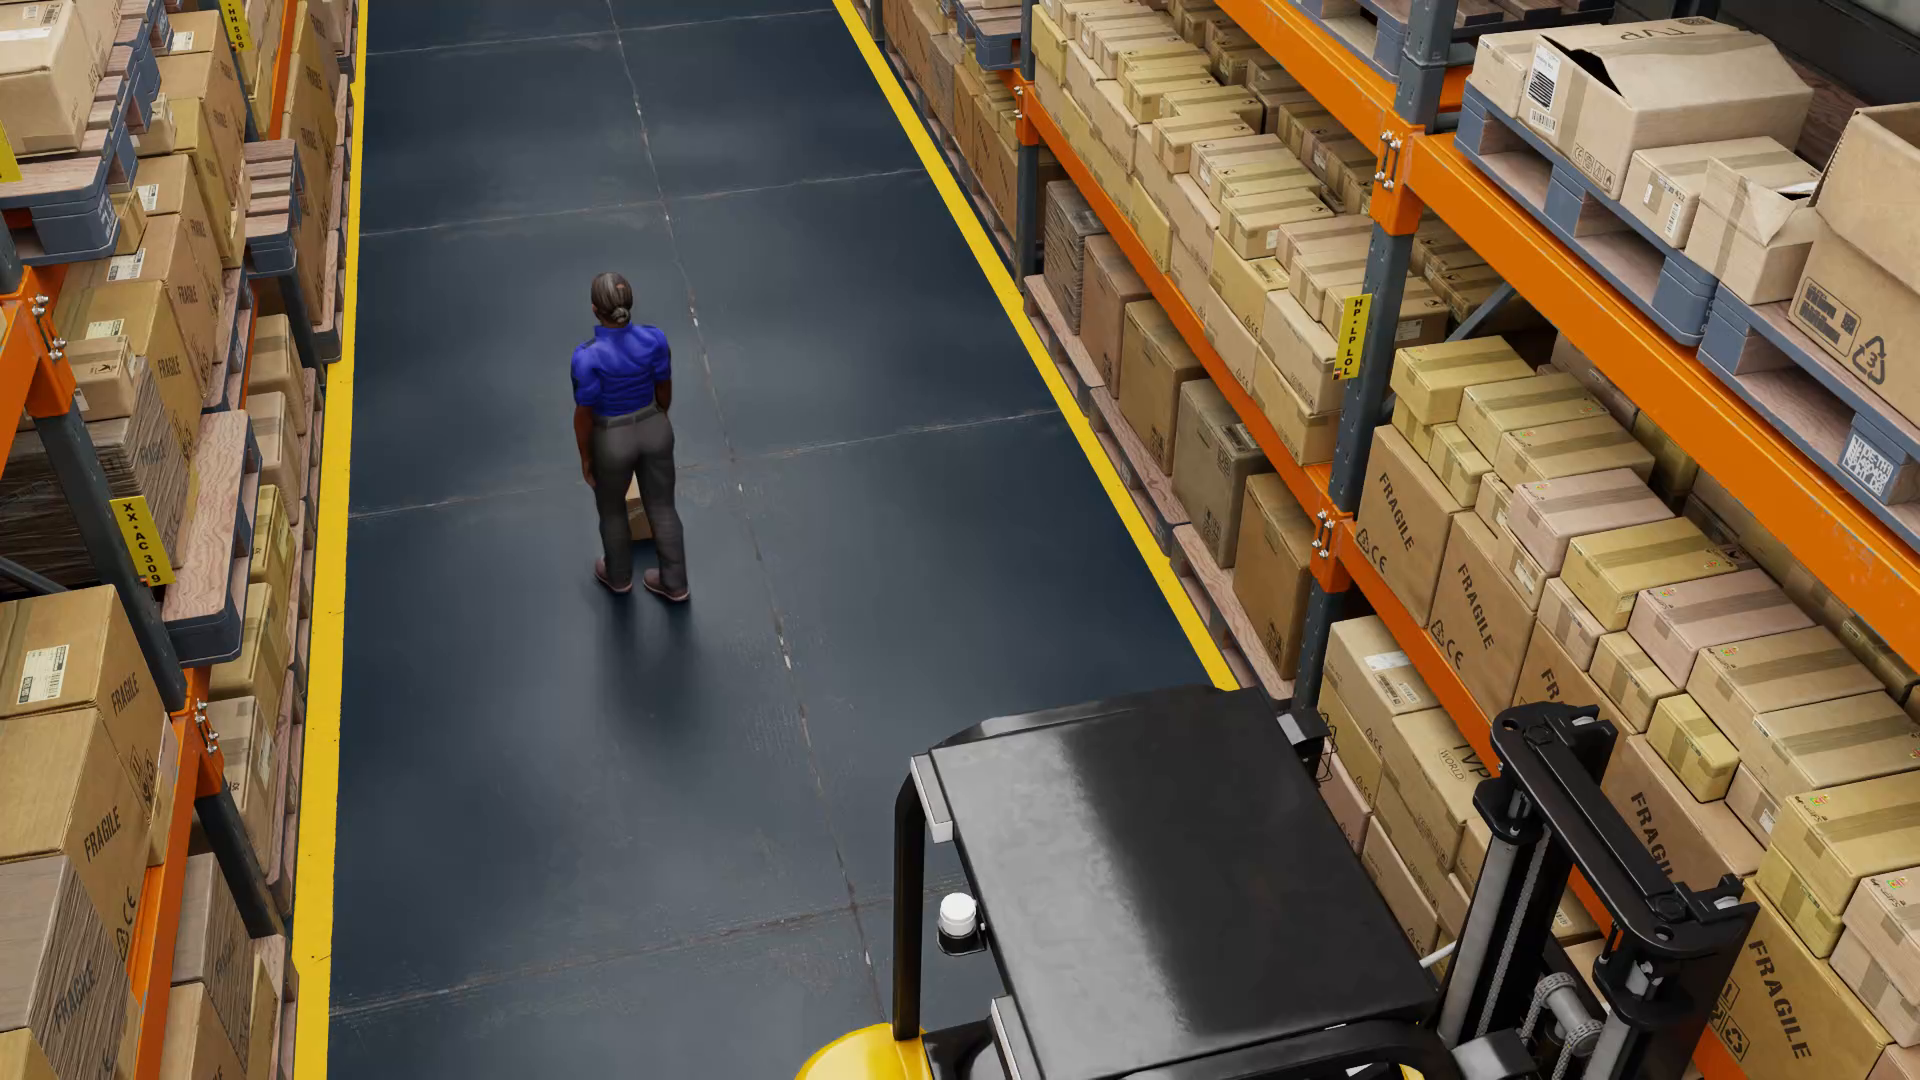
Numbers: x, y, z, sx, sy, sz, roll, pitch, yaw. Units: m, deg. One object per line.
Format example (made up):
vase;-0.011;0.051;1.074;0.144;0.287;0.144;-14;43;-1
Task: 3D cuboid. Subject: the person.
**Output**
person;-1.469;-0.451;7.272;0.464;1.666;0.505;-21;43;-24
